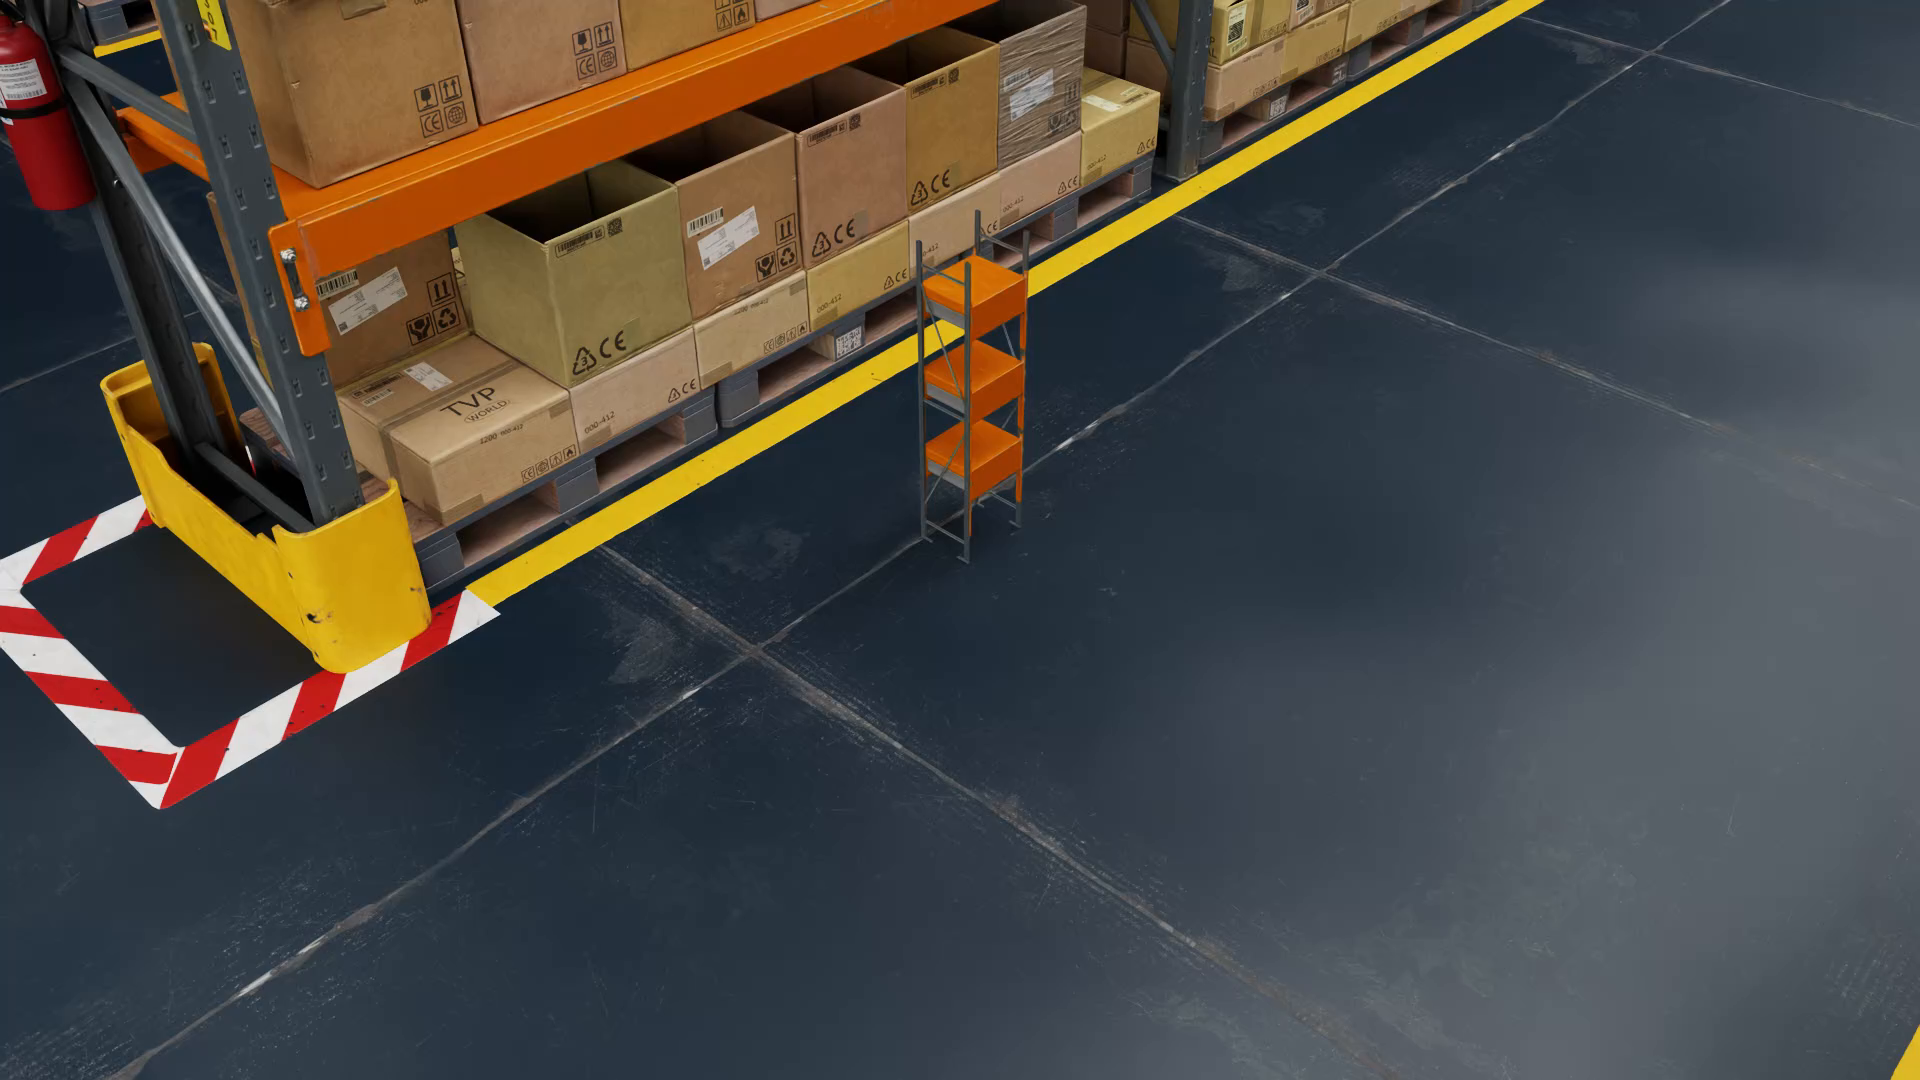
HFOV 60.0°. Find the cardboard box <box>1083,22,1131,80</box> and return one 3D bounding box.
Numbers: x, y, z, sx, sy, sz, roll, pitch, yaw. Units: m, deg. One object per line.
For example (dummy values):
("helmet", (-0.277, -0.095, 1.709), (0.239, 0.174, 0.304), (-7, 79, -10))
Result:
("cardboard box", (0.691, -2.347, 7.663), (0.500, 0.250, 0.500), (29, 47, 31))

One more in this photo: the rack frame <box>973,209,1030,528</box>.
("rack frame", (0.118, -0.492, 5.025), (0.200, 1.050, 0.008), (30, 47, 32))

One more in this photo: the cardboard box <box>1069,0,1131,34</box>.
("cardboard box", (0.687, -2.561, 7.482), (0.500, 0.311, 0.500), (30, 47, 32))

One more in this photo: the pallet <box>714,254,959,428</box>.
("pallet", (-0.765, -0.944, 6.268), (1.003, 0.211, 1.213), (30, 47, 32))

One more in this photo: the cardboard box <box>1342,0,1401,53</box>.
("cardboard box", (1.774, -2.589, 7.968), (0.500, 0.250, 0.500), (28, 46, 31))

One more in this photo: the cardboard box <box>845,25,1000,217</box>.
("cardboard box", (-0.206, -1.567, 6.080), (0.500, 0.500, 0.500), (30, 47, 32))

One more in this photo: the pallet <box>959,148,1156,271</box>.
("pallet", (0.058, -1.508, 6.976), (1.003, 0.211, 1.213), (30, 47, 32))

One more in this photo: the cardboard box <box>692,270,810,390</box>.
("cardboard box", (-0.875, -0.811, 5.732), (0.500, 0.250, 0.500), (30, 47, 32))

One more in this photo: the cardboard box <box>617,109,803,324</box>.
("cardboard box", (-0.883, -1.109, 5.504), (0.500, 0.500, 0.500), (30, 47, 32))

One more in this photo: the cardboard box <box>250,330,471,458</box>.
("cardboard box", (-1.929, -0.568, 5.426), (0.500, 0.250, 0.500), (30, 47, 32))

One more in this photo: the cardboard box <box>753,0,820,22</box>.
("cardboard box", (-0.706, -2.070, 5.362), (0.700, 0.500, 0.500), (31, 48, 33))

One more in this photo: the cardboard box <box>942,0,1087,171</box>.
("cardboard box", (0.128, -1.799, 6.371), (0.500, 0.500, 0.500), (30, 47, 32))

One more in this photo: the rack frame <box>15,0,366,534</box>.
("rack frame", (-2.073, -1.109, 4.235), (1.000, 3.000, 0.127), (30, 47, 32))

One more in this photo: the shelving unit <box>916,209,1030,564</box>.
("shelving unit", (0.036, -0.435, 4.954), (0.215, 1.050, 0.252), (30, 47, 32))

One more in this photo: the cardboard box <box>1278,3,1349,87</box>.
("cardboard box", (1.427, -2.350, 7.668), (0.500, 0.250, 0.500), (31, 48, 33))

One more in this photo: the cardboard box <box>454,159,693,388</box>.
("cardboard box", (-1.211, -0.874, 5.209), (0.500, 0.500, 0.500), (30, 47, 32))

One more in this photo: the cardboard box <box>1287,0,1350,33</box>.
("cardboard box", (1.430, -2.567, 7.490), (0.500, 0.311, 0.500), (29, 47, 31))

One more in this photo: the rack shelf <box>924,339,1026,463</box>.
("rack shelf", (0.036, -0.427, 4.961), (0.215, 0.259, 0.240), (30, 47, 32))

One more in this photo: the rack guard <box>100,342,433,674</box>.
("rack guard", (-2.089, -0.120, 4.999), (1.175, 0.500, 0.348), (30, 47, 32))

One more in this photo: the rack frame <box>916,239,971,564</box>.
("rack frame", (-0.046, -0.379, 4.884), (0.200, 1.050, 0.008), (30, 47, 32))

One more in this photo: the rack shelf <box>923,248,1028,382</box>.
("rack shelf", (0.036, -0.649, 4.784), (0.215, 0.259, 0.240), (30, 47, 32))

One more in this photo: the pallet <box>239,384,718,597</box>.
("pallet", (-1.588, -0.387, 5.566), (1.003, 0.211, 1.213), (30, 47, 32))

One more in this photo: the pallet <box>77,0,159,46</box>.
("pallet", (-4.283, -3.047, 8.912), (1.003, 0.211, 1.213), (30, 47, 32))

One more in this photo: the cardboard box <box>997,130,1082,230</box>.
("cardboard box", (0.130, -1.504, 6.604), (0.500, 0.250, 0.500), (30, 47, 32))

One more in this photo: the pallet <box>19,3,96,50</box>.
("pallet", (-5.107, -2.489, 8.211), (1.003, 0.211, 1.213), (30, 47, 32))

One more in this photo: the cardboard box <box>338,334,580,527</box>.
("cardboard box", (-1.547, -0.350, 5.152), (0.500, 0.250, 0.500), (30, 47, 32))

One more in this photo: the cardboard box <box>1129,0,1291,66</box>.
("cardboard box", (1.088, -2.340, 7.203), (0.500, 0.311, 0.500), (30, 47, 32))

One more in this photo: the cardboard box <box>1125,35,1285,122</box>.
("cardboard box", (1.081, -2.116, 7.373), (0.500, 0.250, 0.500), (28, 47, 31))

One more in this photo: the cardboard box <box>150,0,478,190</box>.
("cardboard box", (-1.748, -1.357, 4.466), (0.700, 0.500, 0.500), (30, 47, 32))

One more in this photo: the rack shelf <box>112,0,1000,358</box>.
("rack shelf", (-0.724, -1.746, 5.614), (1.077, 0.370, 4.000), (30, 47, 32))

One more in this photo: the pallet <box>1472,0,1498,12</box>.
("pallet", (2.740, -3.331, 9.269), (1.003, 0.211, 1.213), (30, 47, 32))

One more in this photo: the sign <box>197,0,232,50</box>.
("sign", (-1.667, -1.243, 3.644), (0.100, 0.325, 0.005), (30, 47, 32))

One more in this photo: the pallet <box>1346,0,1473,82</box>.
("pallet", (1.917, -2.773, 8.568), (1.003, 0.211, 1.213), (30, 47, 32))

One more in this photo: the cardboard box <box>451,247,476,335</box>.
("cardboard box", (-1.601, -0.802, 5.721), (0.500, 0.250, 0.500), (30, 47, 32))

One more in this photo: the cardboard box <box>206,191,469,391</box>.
("cardboard box", (-1.931, -0.862, 5.193), (0.500, 0.500, 0.500), (30, 47, 32))

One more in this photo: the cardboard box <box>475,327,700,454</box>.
("cardboard box", (-1.212, -0.581, 5.443), (0.500, 0.250, 0.500), (30, 47, 32))

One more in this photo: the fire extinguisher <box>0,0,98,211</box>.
("fire extinguisher", (-2.496, -1.219, 4.436), (0.296, 0.674, 0.183), (30, 47, 32))

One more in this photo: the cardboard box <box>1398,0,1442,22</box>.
("cardboard box", (2.118, -2.823, 8.262), (0.500, 0.250, 0.500), (31, 48, 33))

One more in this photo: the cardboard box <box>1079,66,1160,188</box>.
("cardboard box", (0.474, -1.730, 6.887), (0.500, 0.250, 0.500), (30, 47, 32))

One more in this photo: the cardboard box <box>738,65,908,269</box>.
("cardboard box", (-0.533, -1.332, 5.784), (0.500, 0.500, 0.500), (30, 47, 32))

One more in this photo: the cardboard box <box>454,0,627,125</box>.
("cardboard box", (-1.398, -1.601, 4.772), (0.700, 0.500, 0.500), (31, 48, 33))

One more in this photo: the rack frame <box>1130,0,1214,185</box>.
("rack frame", (0.626, -2.947, 6.546), (1.000, 3.000, 0.127), (30, 47, 32))

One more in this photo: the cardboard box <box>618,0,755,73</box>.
("cardboard box", (-1.059, -1.826, 5.056), (0.700, 0.500, 0.500), (30, 47, 32))

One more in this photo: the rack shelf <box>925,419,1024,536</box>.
("rack shelf", (0.036, -0.210, 5.134), (0.215, 0.259, 0.240), (30, 47, 32))

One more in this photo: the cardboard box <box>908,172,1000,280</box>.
("cardboard box", (-0.197, -1.269, 6.307), (0.500, 0.250, 0.500), (30, 47, 32))

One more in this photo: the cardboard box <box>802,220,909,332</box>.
("cardboard box", (-0.534, -1.039, 6.018), (0.500, 0.250, 0.500), (30, 47, 32))

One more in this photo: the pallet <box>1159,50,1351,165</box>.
("pallet", (1.094, -2.210, 7.860), (1.003, 0.211, 1.213), (30, 47, 32))
